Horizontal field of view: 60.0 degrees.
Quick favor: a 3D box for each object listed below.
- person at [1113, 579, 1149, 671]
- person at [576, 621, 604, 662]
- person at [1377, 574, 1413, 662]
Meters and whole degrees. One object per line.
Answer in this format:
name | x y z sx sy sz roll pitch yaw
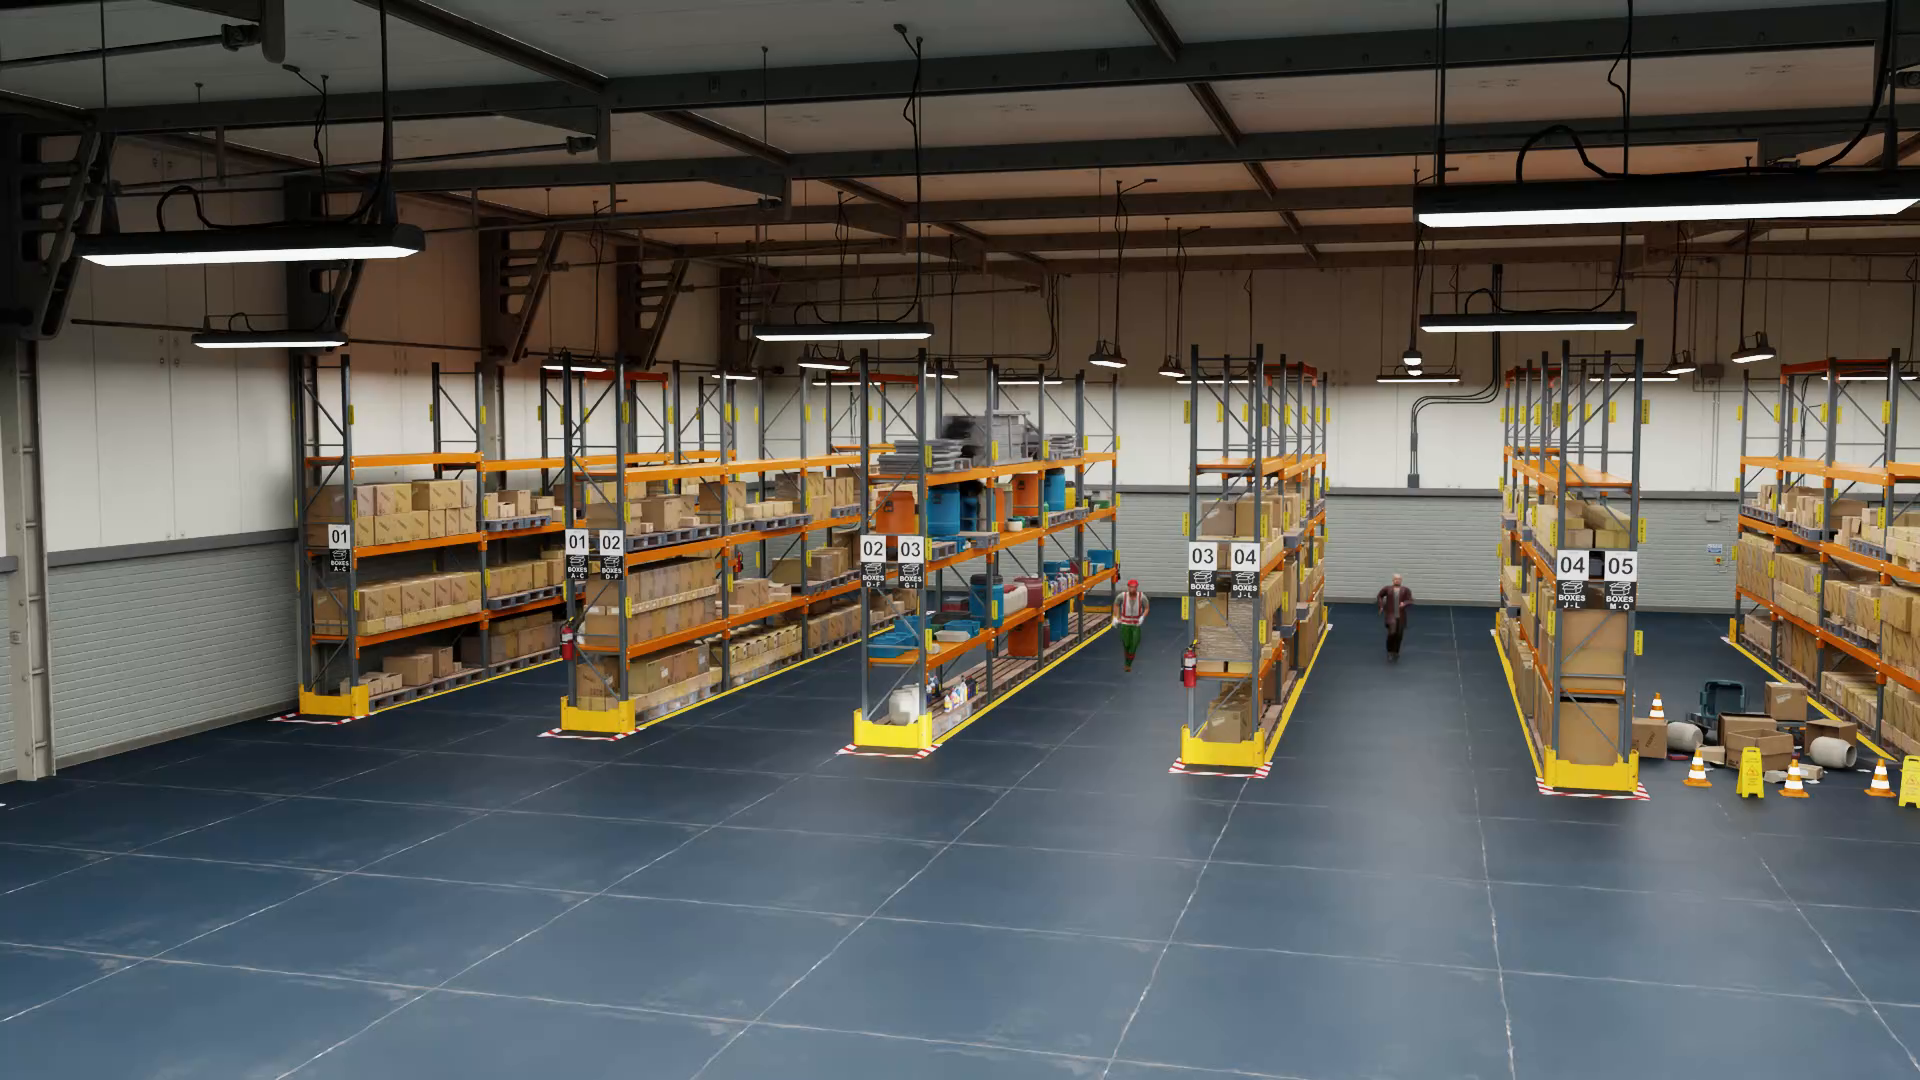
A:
person | 3.161 1.557 30.726 0.655 1.722 0.703 0 4 -3
person | -6.501 1.968 29.645 0.611 1.648 0.753 0 4 5
person | 8.882 1.581 33.881 0.661 1.792 0.765 0 4 3
